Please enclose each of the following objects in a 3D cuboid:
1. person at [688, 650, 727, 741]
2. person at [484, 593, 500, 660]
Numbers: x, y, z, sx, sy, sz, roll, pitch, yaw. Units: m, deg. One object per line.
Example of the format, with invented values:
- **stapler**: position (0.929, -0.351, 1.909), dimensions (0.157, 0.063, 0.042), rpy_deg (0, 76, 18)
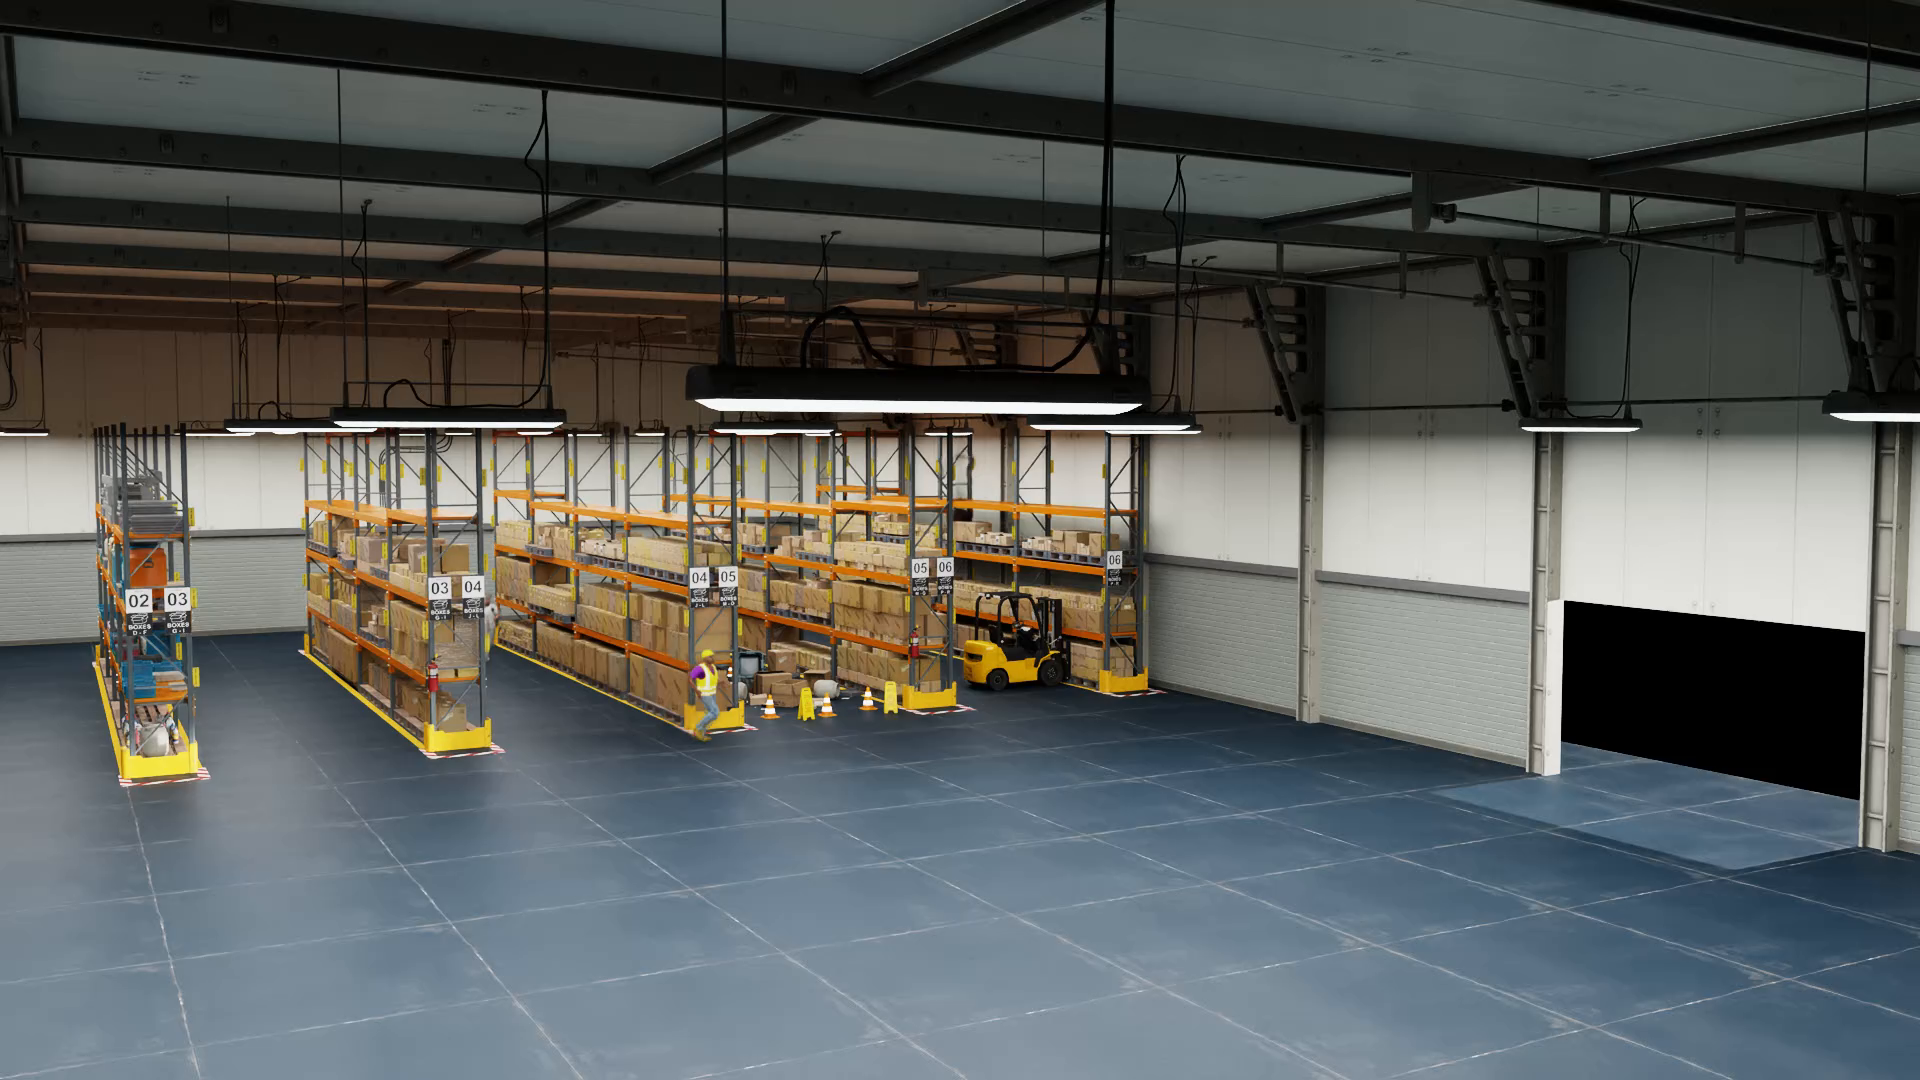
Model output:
- **person**: position (-4.738, 2.939, 31.524), dimensions (0.607, 1.728, 0.677), rpy_deg (1, 4, 20)
- **person**: position (-12.147, 2.263, 42.795), dimensions (0.633, 1.798, 0.691), rpy_deg (-2, 4, -27)
